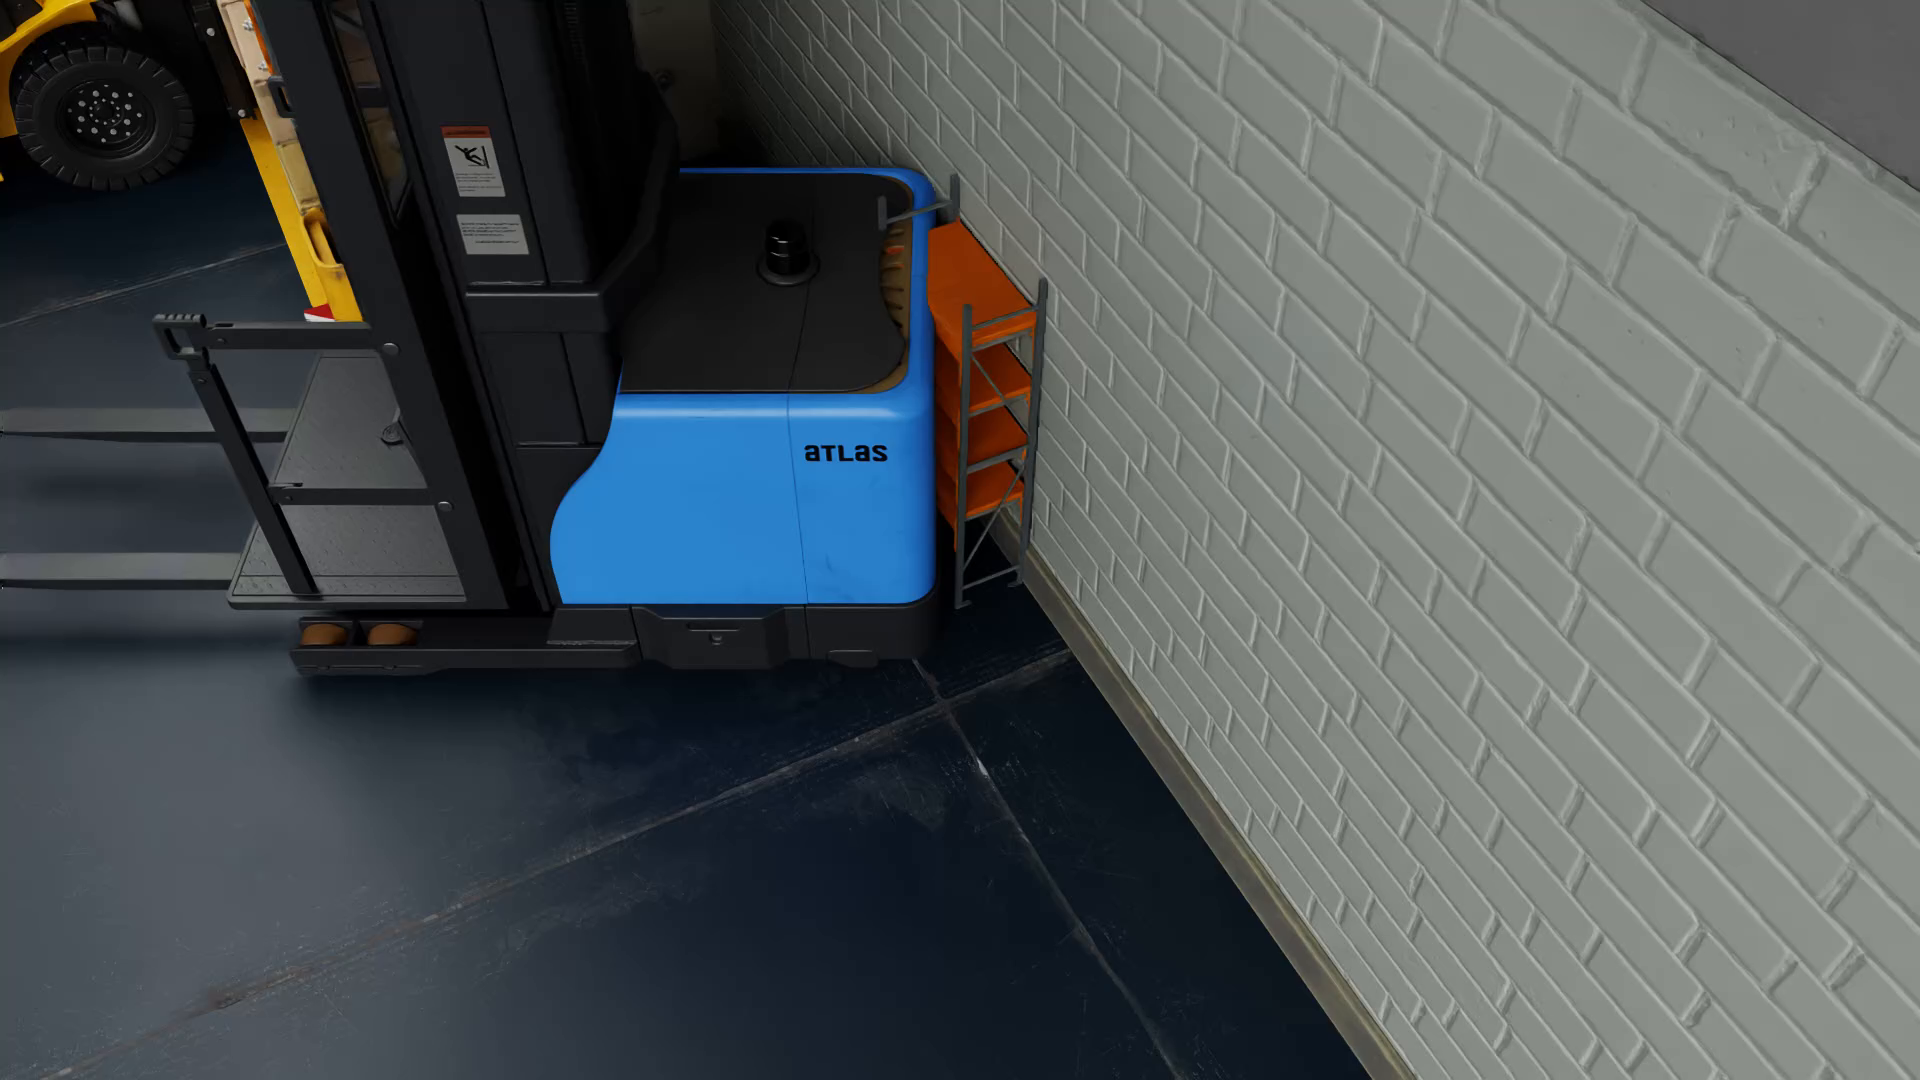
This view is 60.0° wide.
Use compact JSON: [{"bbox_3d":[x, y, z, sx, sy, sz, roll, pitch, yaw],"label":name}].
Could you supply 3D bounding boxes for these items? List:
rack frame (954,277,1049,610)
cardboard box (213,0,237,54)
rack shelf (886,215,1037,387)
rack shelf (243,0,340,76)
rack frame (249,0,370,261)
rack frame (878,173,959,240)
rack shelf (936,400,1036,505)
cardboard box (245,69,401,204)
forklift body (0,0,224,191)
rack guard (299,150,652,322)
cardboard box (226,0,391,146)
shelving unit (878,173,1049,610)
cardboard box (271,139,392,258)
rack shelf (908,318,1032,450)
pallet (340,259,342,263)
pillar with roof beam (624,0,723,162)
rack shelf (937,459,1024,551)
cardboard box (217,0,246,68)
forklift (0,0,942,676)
[{"bbox_3d":[0.104,-0.229,4.651,0.240,1.200,0.015,-21,53,-19],"label":"rack frame"},{"bbox_3d":[-2.604,-2.145,6.349,0.500,0.250,0.500,-22,52,-18],"label":"cardboard box"},{"bbox_3d":[-0.002,-0.652,4.496,0.258,0.148,0.480,-21,53,-19],"label":"rack shelf"},{"bbox_3d":[-2.543,-2.953,6.318,1.077,0.370,4.000,-21,52,-18],"label":"rack shelf"},{"bbox_3d":[-1.628,-1.852,4.877,1.000,3.000,0.127,-21,52,-18],"label":"rack frame"},{"bbox_3d":[-0.124,-0.556,4.932,0.240,1.200,0.015,-21,53,-19],"label":"rack frame"},{"bbox_3d":[-0.011,-0.348,4.842,0.258,0.148,0.480,-21,53,-19],"label":"rack shelf"},{"bbox_3d":[-2.129,-1.467,5.756,0.500,0.250,0.500,-22,52,-18],"label":"cardboard box"},{"bbox_3d":[-4.118,-2.213,5.757,2.313,2.155,1.214,-21,52,-18],"label":"forklift body"},{"bbox_3d":[-1.617,-1.013,5.803,1.175,0.500,0.348,-21,52,-18],"label":"rack guard"},{"bbox_3d":[-2.116,-1.614,5.553,0.500,0.250,0.500,-20,52,-16],"label":"cardboard box"},{"bbox_3d":[-0.010,-0.393,4.791,0.258,1.200,0.503,-21,53,-19],"label":"shelving unit"},{"bbox_3d":[-2.124,-1.290,5.933,0.500,0.250,0.500,-21,52,-17],"label":"cardboard box"},{"bbox_3d":[-0.007,-0.496,4.674,0.258,0.148,0.480,-21,53,-19],"label":"rack shelf"},{"bbox_3d":[-2.015,-1.431,6.361,1.003,0.211,1.213,-21,52,-18],"label":"pallet"},{"bbox_3d":[-4.973,-3.120,2.001,9.100,9.000,0.400,-21,52,-18],"label":"pillar with roof beam"},{"bbox_3d":[-0.016,-0.217,4.991,0.258,0.148,0.480,-21,53,-19],"label":"rack shelf"},{"bbox_3d":[-2.355,-1.954,5.850,0.500,0.250,0.500,-20,52,-17],"label":"cardboard box"},{"bbox_3d":[-1.571,-0.966,4.147,3.031,2.935,1.130,0,49,0],"label":"forklift"}]
